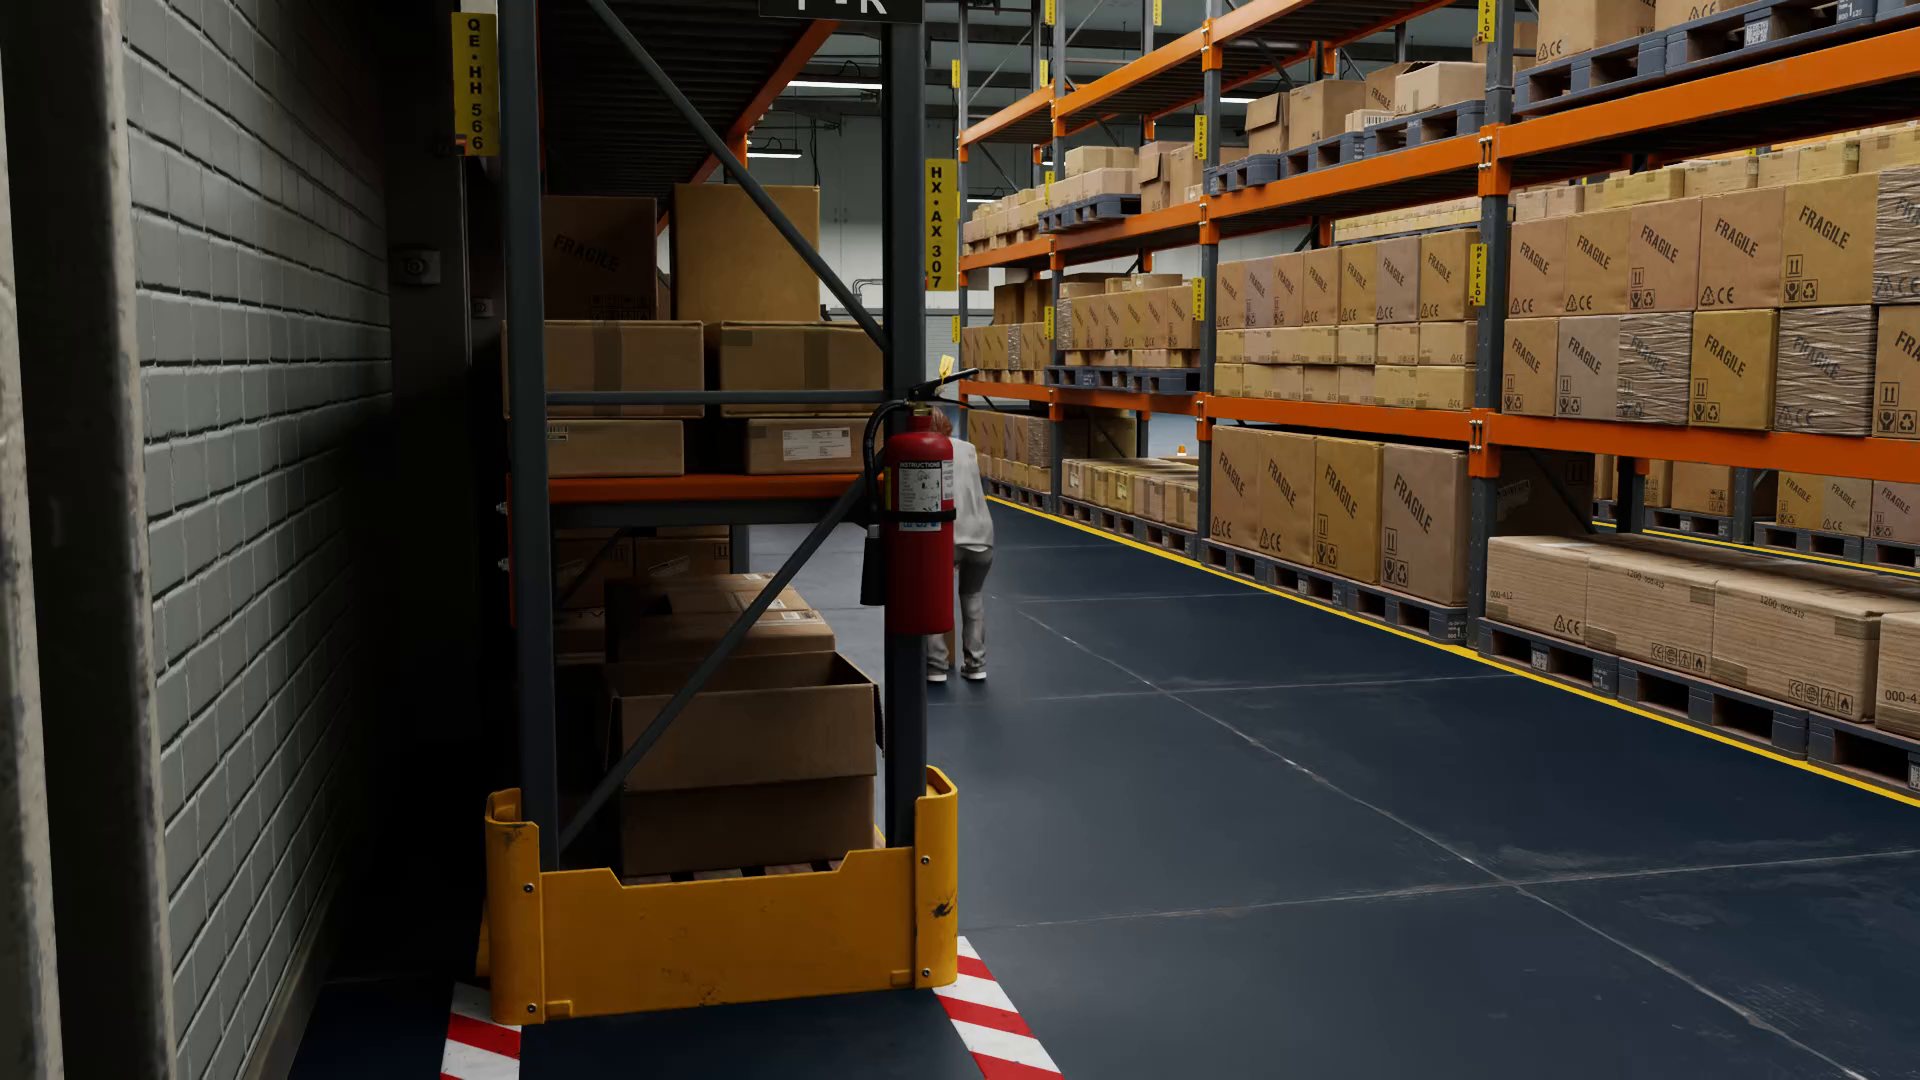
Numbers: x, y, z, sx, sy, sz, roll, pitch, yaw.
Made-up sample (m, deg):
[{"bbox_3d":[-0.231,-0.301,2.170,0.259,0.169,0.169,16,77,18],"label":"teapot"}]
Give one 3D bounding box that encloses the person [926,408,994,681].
[{"bbox_3d":[-0.080,0.040,8.274,0.461,1.328,0.621,-2,7,-16],"label":"person"}]
